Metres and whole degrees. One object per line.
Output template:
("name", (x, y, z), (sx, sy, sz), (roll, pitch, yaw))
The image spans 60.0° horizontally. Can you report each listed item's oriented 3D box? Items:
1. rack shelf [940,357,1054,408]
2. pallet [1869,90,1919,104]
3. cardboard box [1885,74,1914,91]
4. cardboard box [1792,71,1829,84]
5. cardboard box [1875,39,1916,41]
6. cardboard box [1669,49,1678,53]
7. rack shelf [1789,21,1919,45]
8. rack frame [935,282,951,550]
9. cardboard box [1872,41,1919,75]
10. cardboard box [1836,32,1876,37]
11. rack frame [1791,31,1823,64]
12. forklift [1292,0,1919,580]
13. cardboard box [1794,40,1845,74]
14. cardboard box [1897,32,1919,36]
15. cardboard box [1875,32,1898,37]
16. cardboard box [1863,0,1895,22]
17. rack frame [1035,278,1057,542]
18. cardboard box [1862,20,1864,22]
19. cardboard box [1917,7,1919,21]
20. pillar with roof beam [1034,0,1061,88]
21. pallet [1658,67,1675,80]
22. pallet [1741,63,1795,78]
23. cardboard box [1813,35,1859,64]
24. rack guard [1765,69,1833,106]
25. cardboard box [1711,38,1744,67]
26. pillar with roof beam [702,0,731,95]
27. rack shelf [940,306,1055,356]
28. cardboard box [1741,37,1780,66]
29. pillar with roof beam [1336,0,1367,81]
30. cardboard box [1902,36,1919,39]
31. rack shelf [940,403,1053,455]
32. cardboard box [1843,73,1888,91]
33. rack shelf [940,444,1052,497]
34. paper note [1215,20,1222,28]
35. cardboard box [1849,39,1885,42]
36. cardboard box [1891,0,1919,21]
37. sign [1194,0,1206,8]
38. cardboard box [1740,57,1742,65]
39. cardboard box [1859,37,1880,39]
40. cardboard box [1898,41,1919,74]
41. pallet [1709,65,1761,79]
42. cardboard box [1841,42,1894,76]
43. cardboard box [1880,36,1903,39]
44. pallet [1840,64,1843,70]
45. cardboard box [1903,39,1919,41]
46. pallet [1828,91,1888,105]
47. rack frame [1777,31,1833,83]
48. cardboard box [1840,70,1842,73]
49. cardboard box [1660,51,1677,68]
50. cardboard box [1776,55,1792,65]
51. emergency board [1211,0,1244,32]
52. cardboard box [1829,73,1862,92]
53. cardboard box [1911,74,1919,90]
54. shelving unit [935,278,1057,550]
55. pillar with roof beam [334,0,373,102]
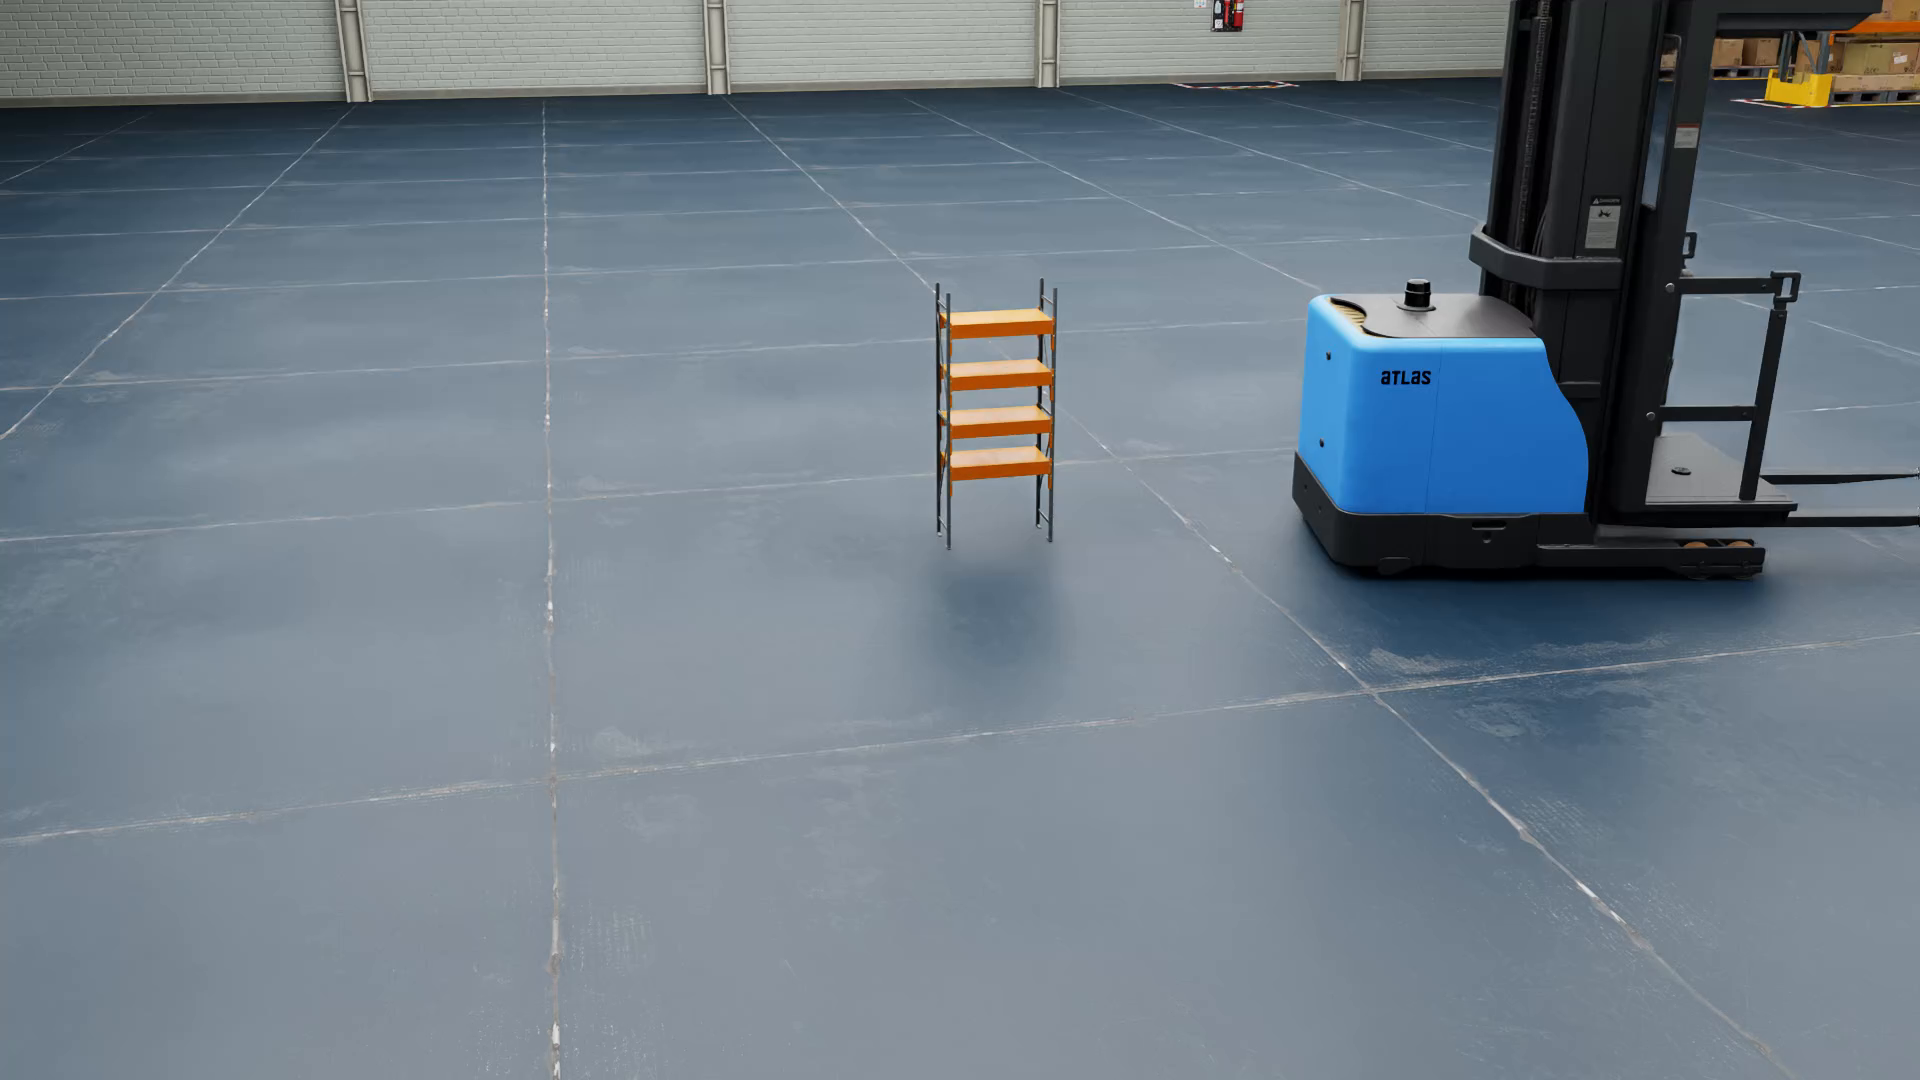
("rack shelf", (0.161, -0.723, 7.590), (0.480, 0.148, 0.258), (-5, 21, -12))
("pallet", (15.851, -7.549, 28.115), (1.213, 0.211, 1.003), (-5, 21, -12))
("cardboard box", (15.477, -7.642, 27.704), (0.500, 0.250, 0.500), (-5, 21, -12))
("cardboard box", (14.385, -7.736, 27.958), (0.500, 0.250, 0.500), (-5, 21, -12))
("cardboard box", (15.841, -8.212, 28.167), (0.500, 0.500, 0.500), (-5, 21, -12))
("cardboard box", (14.037, -9.360, 32.275), (0.500, 0.311, 0.500), (-3, 20, -8))
("rack shelf", (15.878, -8.509, 27.727), (4.000, 0.370, 1.077), (-5, 21, -12))
("rack frame", (-0.076, -0.557, 7.591), (0.015, 1.200, 0.240), (-5, 21, -12))
("cardboard box", (15.474, -7.998, 27.585), (0.500, 0.500, 0.500), (-5, 21, -12))
("cardboard box", (17.821, -10.147, 33.059), (0.500, 0.250, 0.500), (-5, 21, -14))
("rack frame", (16.681, -10.663, 32.562), (0.127, 3.000, 1.000), (-5, 21, -12))
("forklift", (3.155, -1.382, 7.326), (3.031, 2.935, 1.130), (0, 20, -1))
("cardboard box", (14.385, -8.088, 27.831), (0.500, 0.500, 0.500), (-5, 21, -12))
("cardboard box", (18.816, -10.223, 33.266), (0.500, 0.250, 0.500), (-5, 21, -13))
("cardboard box", (18.326, -10.190, 33.175), (0.500, 0.250, 0.500), (-5, 21, -14))
("cardboard box", (14.899, -8.811, 27.361), (0.500, 0.500, 0.700), (-4, 21, -11))
("rack frame", (0.399, -0.596, 7.697), (0.015, 1.200, 0.240), (-5, 21, -12))
("cardboard box", (14.389, -8.768, 27.244), (0.500, 0.500, 0.700), (-5, 21, -12))
("cardboard box", (15.895, -8.891, 27.581), (0.500, 0.500, 0.700), (-4, 21, -11))
("pillar with roof beam", (2.583, -11.117, 25.080), (0.400, 9.000, 9.100), (-5, 21, -12))
("pallet", (13.661, -9.095, 32.337), (1.213, 0.211, 1.003), (-5, 21, -12))
("pallet", (16.035, -9.288, 32.864), (1.213, 0.211, 1.003), (-5, 21, -12))
("cardboard box", (17.393, -9.759, 33.090), (0.500, 0.500, 0.700), (-4, 20, -11))
("rack guard", (13.908, -7.513, 27.596), (0.348, 0.500, 1.175), (-5, 21, -12))
("cardboard box", (14.762, -9.490, 32.355), (0.500, 0.500, 0.700), (-6, 21, -16))
("pillar with roof beam", (-3.256, -10.642, 23.784), (0.400, 9.000, 9.100), (-5, 21, -12))
("rack shelf", (0.161, -0.945, 7.509), (0.480, 0.148, 0.258), (-5, 21, -12))
("cardboard box", (15.680, -9.600, 32.655), (0.500, 0.500, 0.500), (-6, 21, -17))
("pillar with roof beam", (8.422, -11.592, 26.377), (0.400, 9.000, 9.100), (-5, 21, -12))
("cardboard box", (18.879, -9.887, 33.439), (0.500, 0.500, 0.700), (-5, 21, -13))
("rack shelf", (0.161, -0.513, 7.667), (0.480, 0.148, 0.258), (-5, 21, -12))
("cardboard box", (14.990, -7.603, 27.596), (0.500, 0.250, 0.500), (-5, 21, -12))
("rack shelf", (0.161, -0.327, 7.735), (0.480, 0.148, 0.258), (-5, 21, -12))
("paper note", (4.829, -9.629, 31.020), (0.142, 0.148, 0.016), (-5, 21, -12))
("cardboard box", (15.355, -8.172, 28.061), (0.500, 0.500, 0.500), (-5, 21, -12))
("cardboard box", (15.383, -8.848, 27.463), (0.500, 0.500, 0.700), (-5, 21, -12))
("sign", (4.456, -10.041, 30.812), (0.234, 0.329, 0.001), (-5, 21, -12))
("cardboard box", (15.119, -9.411, 32.649), (0.250, 0.149, 0.380), (-6, 21, -17))
("cardboard box", (17.884, -9.817, 33.248), (0.500, 0.500, 0.700), (-5, 21, -14))
("cardboard box", (15.965, -8.032, 27.678), (0.500, 0.500, 0.500), (-5, 21, -12))
("pallet", (14.845, -9.191, 32.597), (1.213, 0.211, 1.003), (-5, 21, -12))
("cardboard box", (14.991, -7.955, 27.466), (0.500, 0.500, 0.500), (-5, 21, -12))
("cardboard box", (18.390, -9.844, 33.321), (0.500, 0.500, 0.700), (-4, 21, -12))
("pallet", (17.438, -9.415, 33.211), (1.213, 0.211, 1.003), (-5, 21, -12))
("cardboard box", (16.328, -8.252, 28.277), (0.500, 0.500, 0.500), (-5, 21, -12))
("pallet", (14.666, -7.453, 27.855), (1.213, 0.211, 1.003), (-5, 21, -12))
("rack frame", (13.931, -8.688, 27.172), (0.127, 3.000, 1.000), (-5, 21, -12))
("cardboard box", (14.869, -7.779, 28.077), (0.500, 0.250, 0.500), (-5, 21, -12))
("cardboard box", (13.482, -9.315, 32.151), (0.500, 0.311, 0.500), (-7, 21, -19))
("cardboard box", (16.167, -9.486, 32.830), (0.250, 0.166, 0.380), (-7, 21, -20))
("emergency board", (5.017, -10.033, 30.844), (0.643, 1.169, 0.194), (-5, 21, -12))
("cardboard box", (14.504, -7.562, 27.485), (0.500, 0.250, 0.500), (-5, 21, -12))
("cardboard box", (15.965, -7.680, 27.807), (0.500, 0.250, 0.500), (-5, 21, -12))
("shelving unit", (0.161, -0.576, 7.644), (0.503, 1.200, 0.258), (-5, 21, -12))
("pillar with roof beam", (-9.095, -10.167, 22.488), (0.400, 9.000, 9.100), (-5, 21, -12))
